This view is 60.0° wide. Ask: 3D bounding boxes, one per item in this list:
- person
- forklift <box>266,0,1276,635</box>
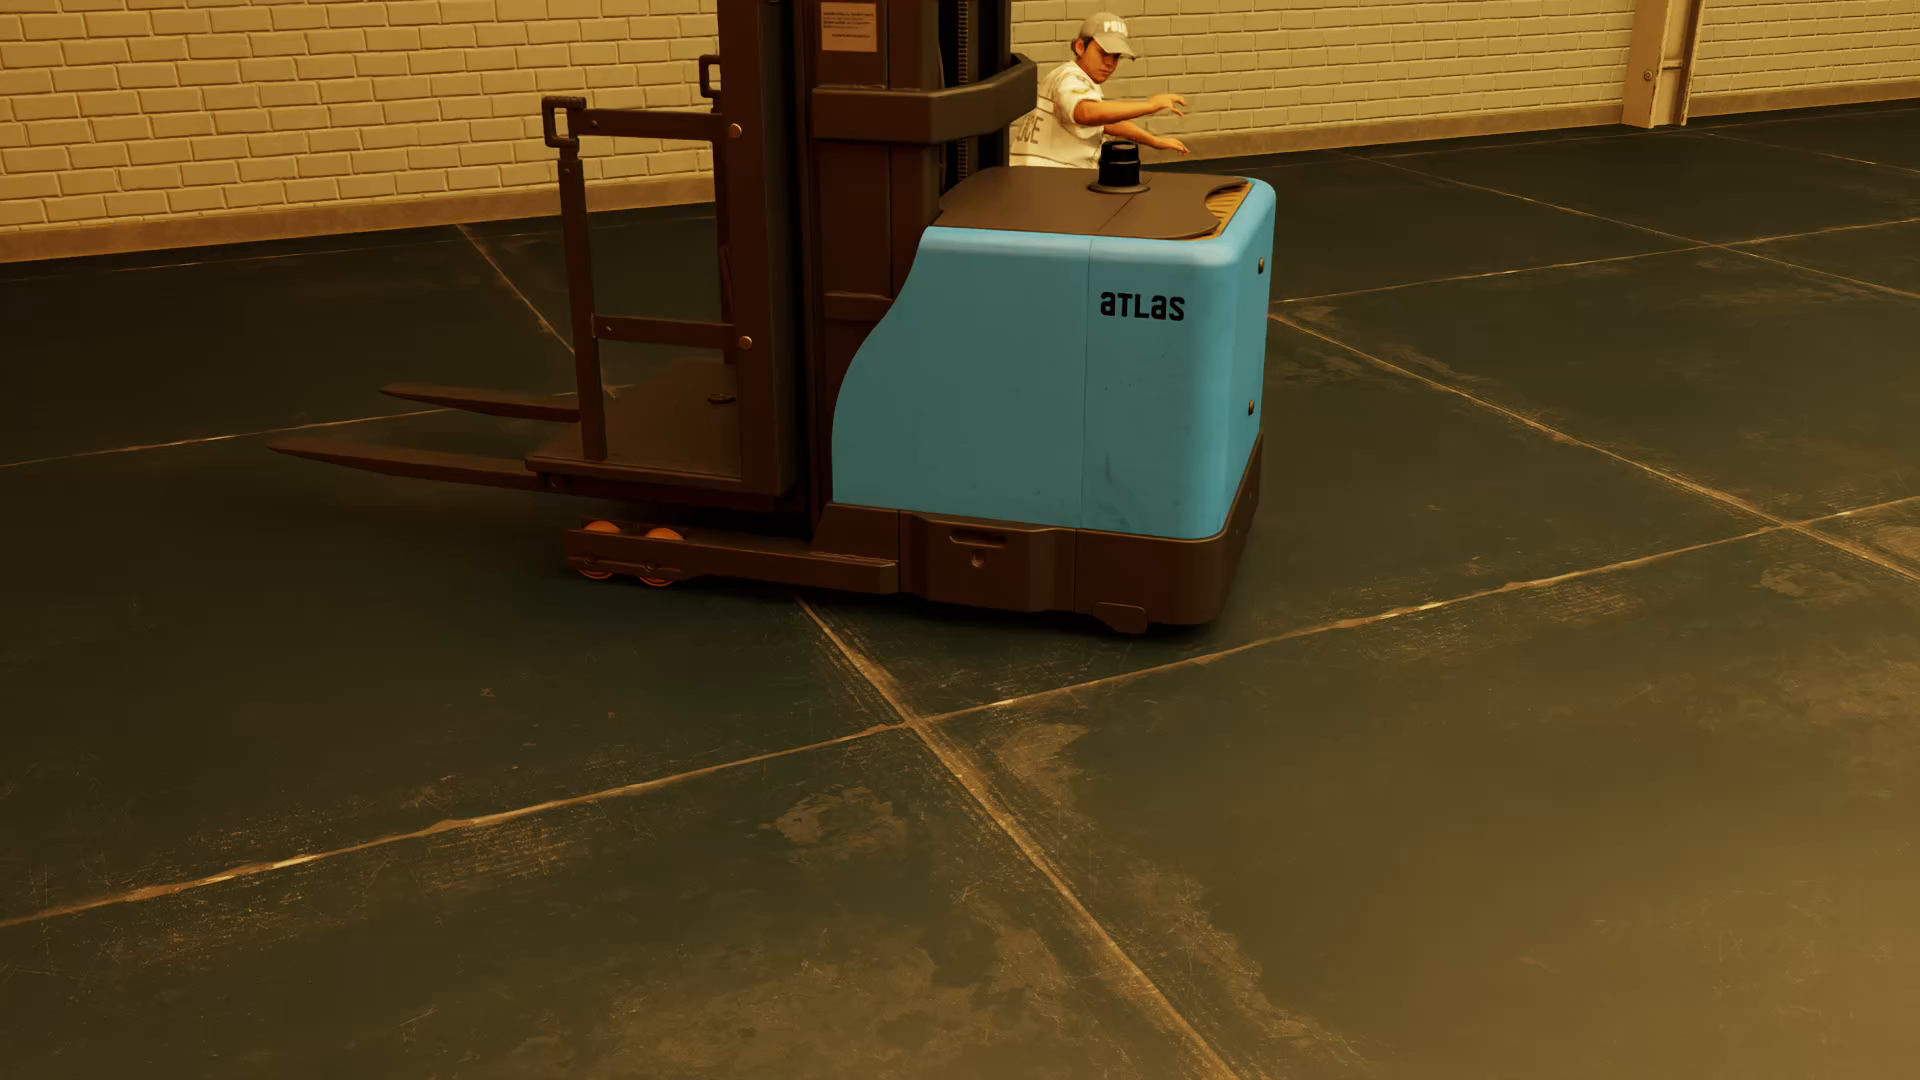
[{"bbox_3d":[0.619,-1.353,6.576,1.027,1.401,0.738,-13,26,-29],"label":"person"},{"bbox_3d":[-0.642,-1.406,4.669,3.031,2.935,1.130,6,23,15],"label":"forklift"}]
